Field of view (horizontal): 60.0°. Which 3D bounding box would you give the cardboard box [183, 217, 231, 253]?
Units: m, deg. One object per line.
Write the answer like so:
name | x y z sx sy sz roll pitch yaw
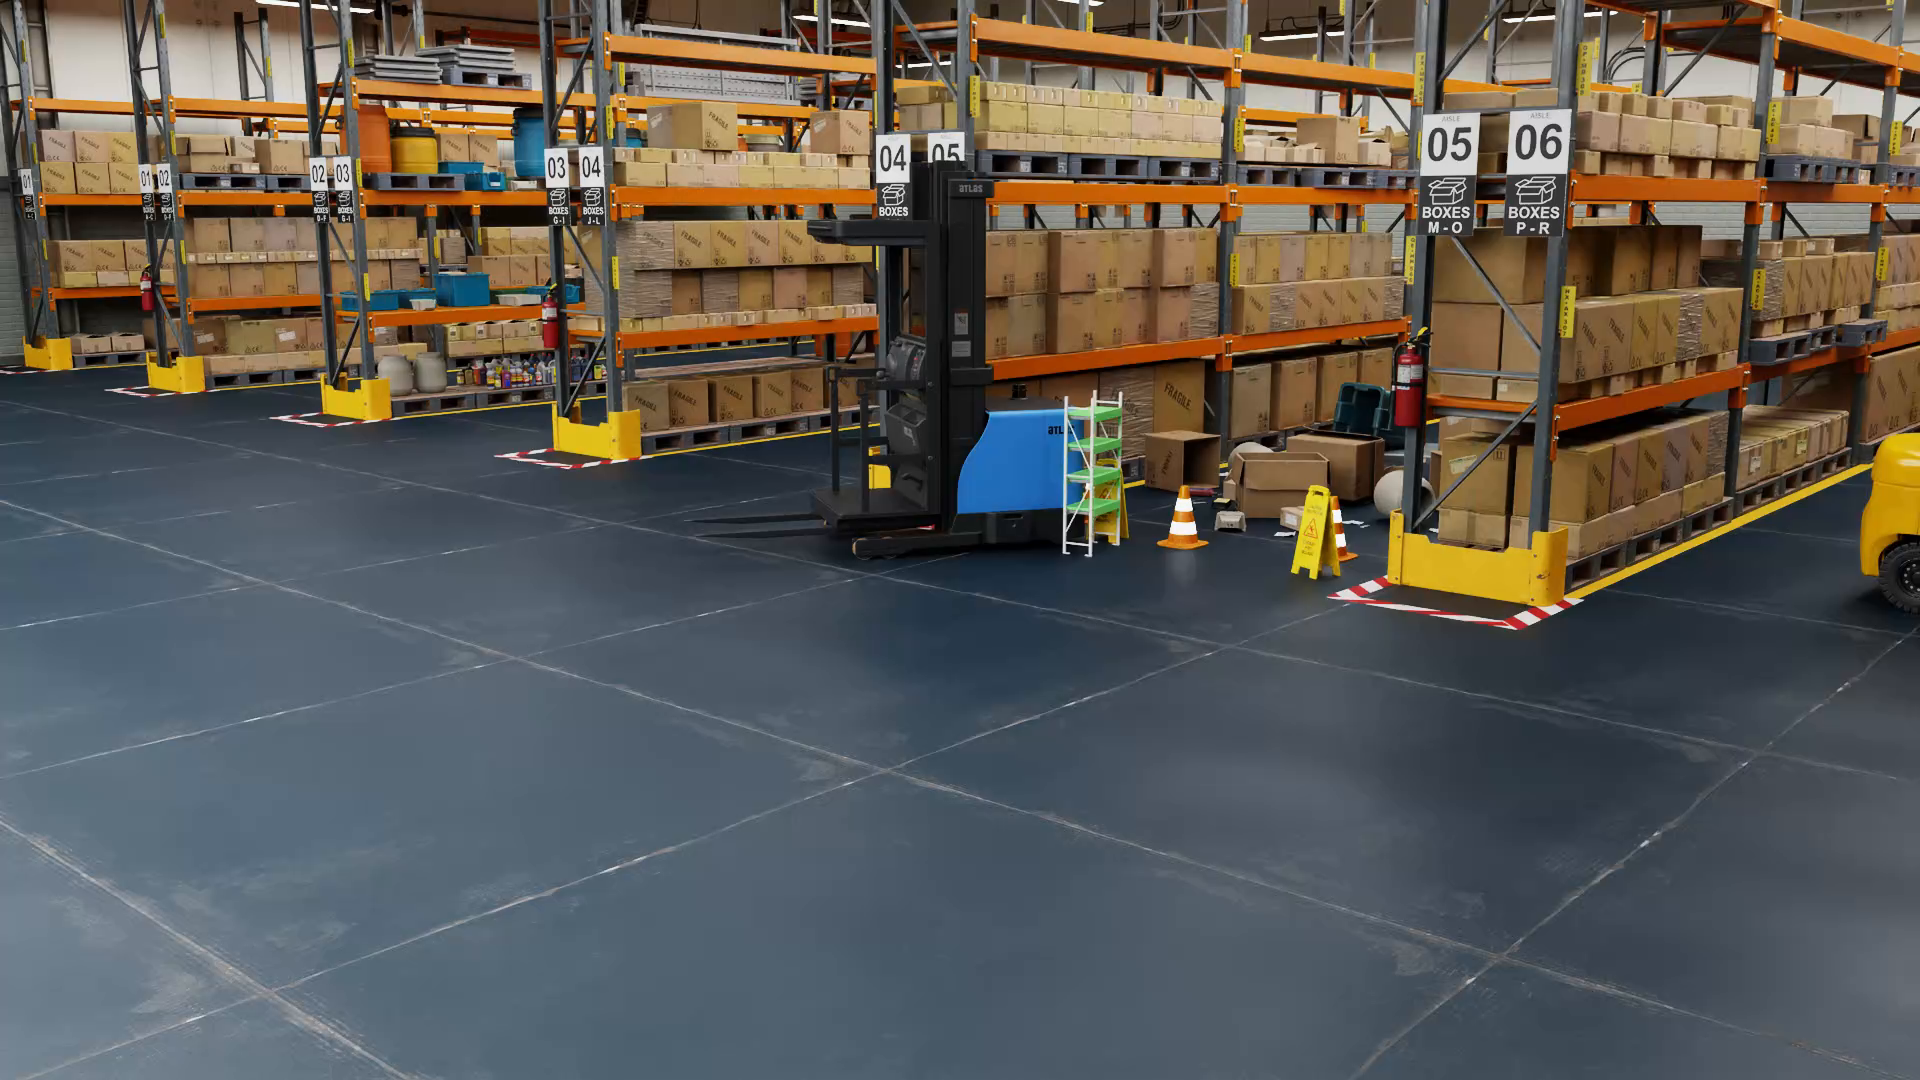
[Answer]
cardboard box | -11.039 -4.436 24.193 0.700 0.500 0.500 10 15 41

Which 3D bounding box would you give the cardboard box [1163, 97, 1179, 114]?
cardboard box | 1.846 -4.114 15.772 0.380 0.149 0.250 10 15 41

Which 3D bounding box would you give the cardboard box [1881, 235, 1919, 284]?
cardboard box | 9.955 -3.019 17.858 0.500 0.500 0.500 10 15 42

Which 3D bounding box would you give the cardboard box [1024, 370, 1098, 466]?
cardboard box | 0.683 -1.140 15.613 0.875 0.875 0.875 9 15 39

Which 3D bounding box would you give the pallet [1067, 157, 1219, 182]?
pallet | 1.799 -3.635 16.320 1.003 0.211 1.213 10 15 40

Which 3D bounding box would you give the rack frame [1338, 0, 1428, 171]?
rack frame | 4.987 -5.857 19.560 1.000 3.000 0.127 10 15 40

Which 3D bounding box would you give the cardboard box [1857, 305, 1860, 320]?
cardboard box | 8.610 -2.245 16.363 0.380 0.149 0.250 10 15 41

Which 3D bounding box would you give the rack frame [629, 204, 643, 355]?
rack frame | -6.111 -4.852 29.848 1.000 3.000 0.127 10 15 40

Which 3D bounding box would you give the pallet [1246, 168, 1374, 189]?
pallet | 3.866 -4.027 18.538 1.003 0.211 1.213 11 16 43

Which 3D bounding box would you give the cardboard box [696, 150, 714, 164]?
cardboard box | -2.883 -4.142 18.000 0.380 0.149 0.250 10 15 40

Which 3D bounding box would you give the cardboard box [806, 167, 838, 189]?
cardboard box | -1.770 -4.204 19.324 0.500 0.250 0.500 10 15 42

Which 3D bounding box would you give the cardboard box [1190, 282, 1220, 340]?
cardboard box | 2.112 -2.344 16.907 0.875 0.550 0.550 10 15 40

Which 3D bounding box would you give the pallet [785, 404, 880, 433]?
pallet | -1.729 -1.512 20.242 1.003 0.211 1.213 10 15 40

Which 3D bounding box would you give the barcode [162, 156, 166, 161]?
barcode | -11.555 -5.538 24.139 0.001 0.075 0.075 10 15 40

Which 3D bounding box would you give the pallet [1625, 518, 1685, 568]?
pallet | 4.910 -0.050 12.924 1.003 0.211 1.213 10 15 40

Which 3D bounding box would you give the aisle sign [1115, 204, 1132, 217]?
aisle sign | 3.156 -6.636 32.140 0.394 0.787 0.004 10 15 40

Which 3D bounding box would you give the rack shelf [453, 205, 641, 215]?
rack shelf | -8.514 -6.905 34.302 1.077 0.370 4.000 10 15 40

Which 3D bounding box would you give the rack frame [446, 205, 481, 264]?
rack frame | -9.834 -5.492 33.052 1.000 3.000 0.127 10 15 40

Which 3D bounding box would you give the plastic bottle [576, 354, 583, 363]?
plastic bottle | -5.350 -2.426 23.341 0.144 0.351 0.185 10 15 40

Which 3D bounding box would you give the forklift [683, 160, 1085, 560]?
forklift | -0.600 -1.401 12.743 3.031 2.935 1.130 -3 12 -17

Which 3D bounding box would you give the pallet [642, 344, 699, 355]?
pallet | -5.590 -3.590 30.647 1.003 0.211 1.213 10 15 40

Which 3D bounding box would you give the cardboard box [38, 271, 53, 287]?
cardboard box | -14.952 -4.346 27.641 0.500 0.250 0.500 10 15 41

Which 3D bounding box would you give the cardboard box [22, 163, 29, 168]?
cardboard box | -15.030 -5.939 27.325 0.500 0.500 0.500 -11 16 -43

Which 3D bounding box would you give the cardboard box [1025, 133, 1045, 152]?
cardboard box | 0.507 -3.424 14.352 0.380 0.149 0.250 10 15 41

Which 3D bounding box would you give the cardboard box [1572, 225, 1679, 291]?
cardboard box | 5.325 -2.278 13.388 0.700 0.500 0.500 10 15 41

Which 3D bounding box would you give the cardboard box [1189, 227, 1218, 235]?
cardboard box | 3.553 -4.606 25.795 0.797 0.503 0.637 9 15 39

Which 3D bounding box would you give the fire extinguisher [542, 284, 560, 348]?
fire extinguisher | -4.375 -2.399 17.761 0.296 0.674 0.183 10 15 40

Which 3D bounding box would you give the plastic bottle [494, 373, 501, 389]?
plastic bottle | -6.174 -2.120 22.187 0.097 0.201 0.097 0 11 0

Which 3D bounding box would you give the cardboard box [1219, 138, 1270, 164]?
cardboard box | 2.996 -4.189 17.923 0.500 0.250 0.500 10 15 40

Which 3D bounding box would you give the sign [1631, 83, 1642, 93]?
sign | 5.712 -3.690 14.045 0.100 0.325 0.005 10 15 40

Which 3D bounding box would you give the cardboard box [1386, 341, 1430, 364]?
cardboard box | 5.624 -2.333 20.629 0.500 0.250 0.500 9 14 38

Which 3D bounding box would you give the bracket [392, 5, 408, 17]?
bracket | -10.802 -10.135 31.790 0.235 0.232 0.430 10 15 40

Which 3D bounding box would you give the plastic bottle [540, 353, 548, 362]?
plastic bottle | -5.878 -2.475 23.583 0.144 0.351 0.185 10 15 42

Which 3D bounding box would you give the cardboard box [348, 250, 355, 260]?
cardboard box | -9.443 -4.414 25.741 0.380 0.149 0.250 10 15 40

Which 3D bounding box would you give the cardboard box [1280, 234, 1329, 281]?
cardboard box | 3.676 -3.164 18.586 0.700 0.500 0.500 10 15 40

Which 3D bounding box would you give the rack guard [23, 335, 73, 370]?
rack guard | -15.065 -3.101 27.460 1.175 0.500 0.348 10 15 40

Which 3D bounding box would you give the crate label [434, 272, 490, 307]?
crate label | -6.662 -3.358 22.273 0.502 0.435 0.616 10 15 40

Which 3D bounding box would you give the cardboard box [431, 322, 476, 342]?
cardboard box | -8.291 -3.425 27.218 0.500 0.311 0.500 10 15 41

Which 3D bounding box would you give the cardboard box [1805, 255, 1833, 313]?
cardboard box | 7.654 -2.356 15.261 0.500 0.500 0.500 9 14 38

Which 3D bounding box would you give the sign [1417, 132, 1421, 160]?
sign | 5.399 -4.605 19.430 0.100 0.325 0.005 10 15 40

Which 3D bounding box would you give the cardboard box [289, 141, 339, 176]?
cardboard box | -9.933 -5.834 25.411 0.637 0.503 0.797 -10 15 -41

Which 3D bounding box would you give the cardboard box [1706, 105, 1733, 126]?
cardboard box | 5.661 -3.235 12.698 0.380 0.149 0.250 10 15 42

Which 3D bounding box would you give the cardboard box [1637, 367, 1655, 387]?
cardboard box | 4.936 -1.236 12.382 0.380 0.149 0.250 9 15 39

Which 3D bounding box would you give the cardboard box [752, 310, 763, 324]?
cardboard box | -2.457 -2.544 18.932 0.380 0.149 0.250 10 15 40

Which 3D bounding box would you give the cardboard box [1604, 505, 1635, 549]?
cardboard box | 4.574 -0.127 12.139 0.500 0.250 0.500 10 15 42

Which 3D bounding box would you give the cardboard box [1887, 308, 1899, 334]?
cardboard box | 9.610 -2.334 17.620 0.500 0.250 0.500 9 15 39

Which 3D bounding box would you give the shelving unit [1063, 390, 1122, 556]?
shelving unit | 1.017 -0.518 12.740 0.258 1.200 0.503 7 13 30

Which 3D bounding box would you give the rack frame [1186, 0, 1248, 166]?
rack frame | 3.968 -7.102 25.791 1.000 3.000 0.127 10 15 40

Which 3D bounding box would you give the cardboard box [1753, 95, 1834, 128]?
cardboard box | 7.140 -3.659 14.247 0.500 0.250 0.500 9 15 39

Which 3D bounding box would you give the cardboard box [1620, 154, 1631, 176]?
cardboard box | 4.406 -2.592 11.512 0.380 0.149 0.250 10 15 40

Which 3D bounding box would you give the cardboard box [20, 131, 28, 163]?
cardboard box | -15.027 -6.433 27.242 0.500 0.500 0.500 11 15 43

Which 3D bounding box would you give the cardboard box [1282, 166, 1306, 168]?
cardboard box | 5.250 -6.195 27.326 0.700 0.500 0.500 11 15 43

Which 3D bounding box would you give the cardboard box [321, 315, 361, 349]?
cardboard box | -9.559 -3.247 25.842 0.500 0.500 0.500 10 15 40

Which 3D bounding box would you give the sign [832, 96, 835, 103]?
sign | -1.975 -6.925 25.732 0.100 0.325 0.005 10 15 40

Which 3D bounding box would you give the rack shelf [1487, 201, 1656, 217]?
rack shelf | 8.948 -4.916 24.344 1.077 0.370 4.000 10 15 40

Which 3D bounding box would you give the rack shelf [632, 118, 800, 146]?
rack shelf | -4.791 -7.540 30.843 1.077 0.370 4.000 10 15 40

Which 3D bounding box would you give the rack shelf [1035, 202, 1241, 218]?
rack shelf | 2.648 -4.984 24.682 1.077 0.370 4.000 10 15 40
